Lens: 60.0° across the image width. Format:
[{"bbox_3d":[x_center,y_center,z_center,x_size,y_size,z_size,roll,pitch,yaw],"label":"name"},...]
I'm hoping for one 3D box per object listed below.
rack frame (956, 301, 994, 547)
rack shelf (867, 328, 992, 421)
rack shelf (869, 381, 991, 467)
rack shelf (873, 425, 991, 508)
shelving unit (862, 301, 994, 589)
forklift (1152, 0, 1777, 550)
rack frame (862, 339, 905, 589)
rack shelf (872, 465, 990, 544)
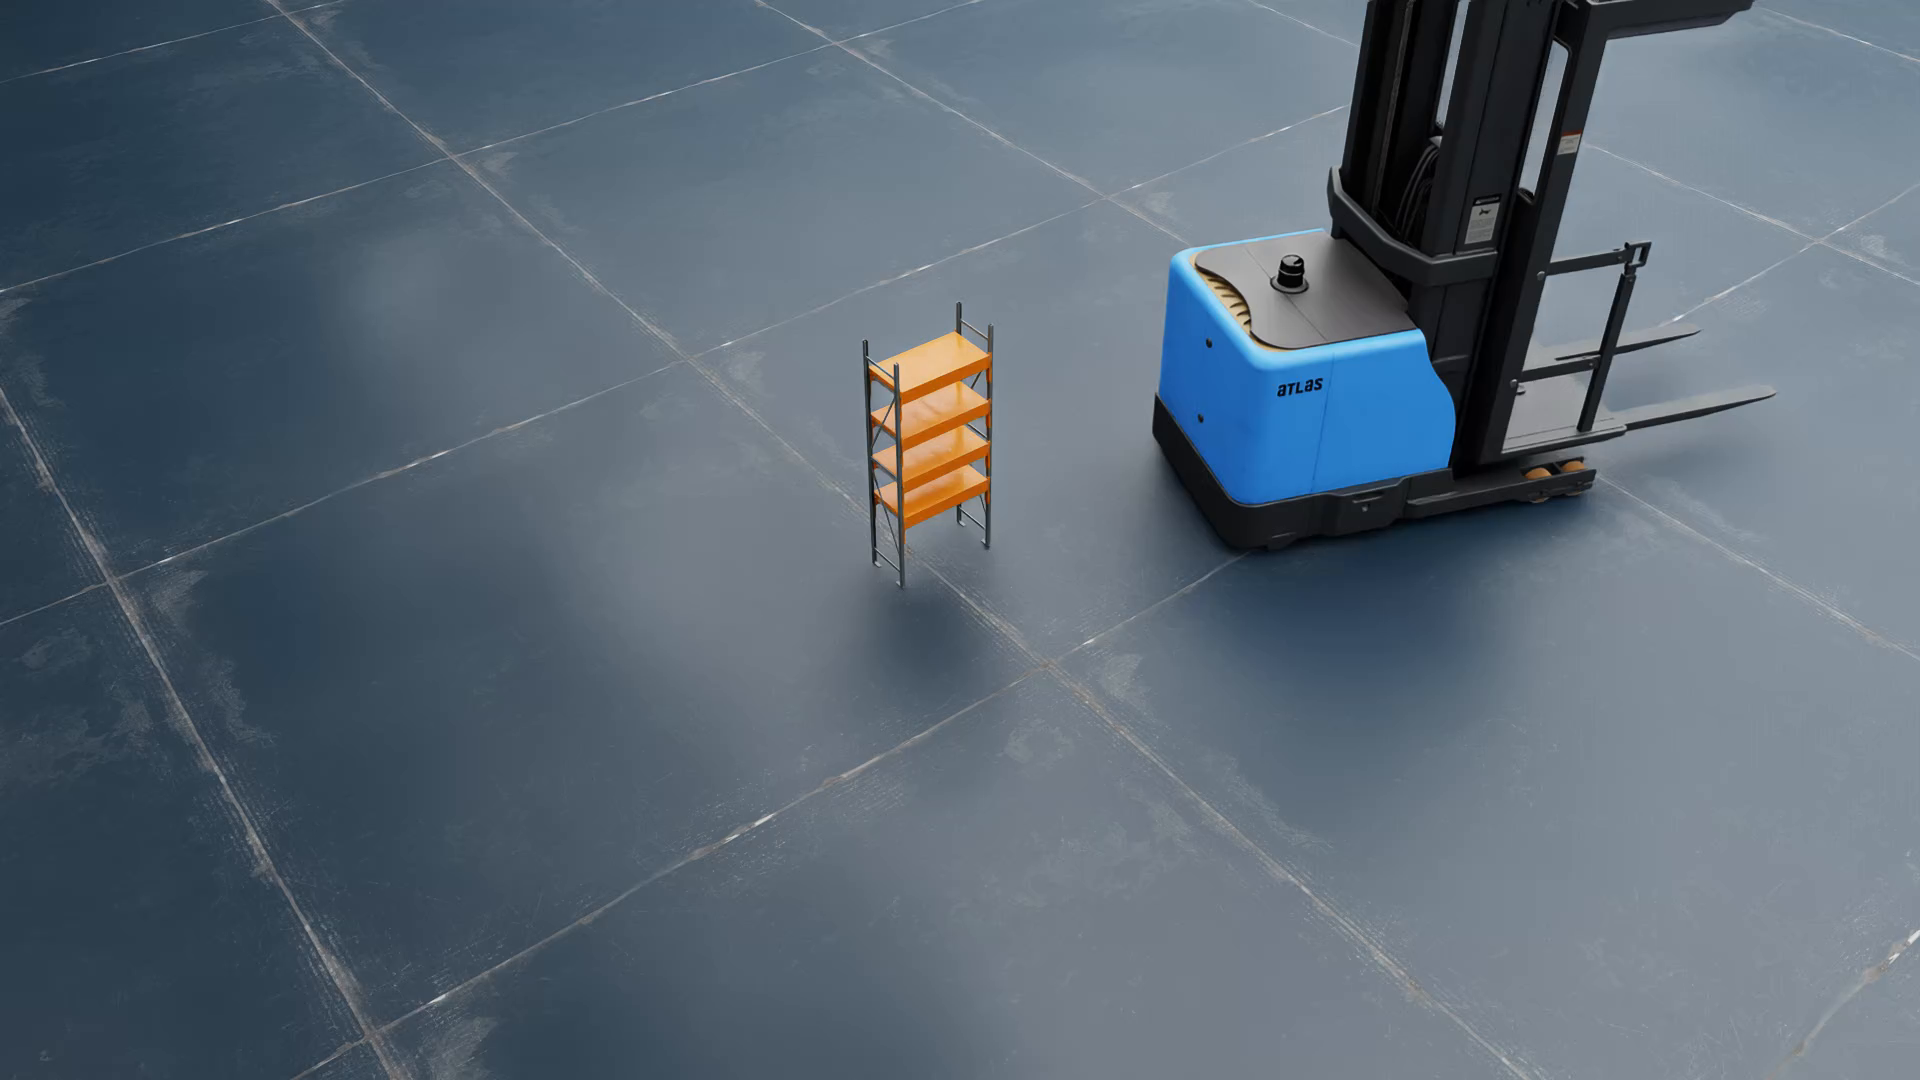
[{"bbox_3d":[0.062,-0.494,7.406,0.015,1.200,0.240,-26,46,-28],"label":"rack frame"},{"bbox_3d":[-0.131,-0.704,7.042,0.480,0.148,0.258,-26,46,-28],"label":"rack shelf"},{"bbox_3d":[-0.131,-0.521,7.192,0.480,0.148,0.258,-26,46,-28],"label":"rack shelf"},{"bbox_3d":[-0.131,-0.348,7.334,0.480,0.148,0.258,-26,46,-28],"label":"rack shelf"},{"bbox_3d":[-0.131,-0.400,7.291,0.503,1.200,0.258,-26,46,-28],"label":"shelving unit"},{"bbox_3d":[2.533,-1.621,7.415,3.031,2.935,1.130,-11,41,-13],"label":"forklift"},{"bbox_3d":[-0.325,-0.306,7.177,0.015,1.200,0.240,-26,46,-28],"label":"rack frame"},{"bbox_3d":[-0.131,-0.194,7.460,0.480,0.148,0.258,-26,46,-28],"label":"rack shelf"}]
